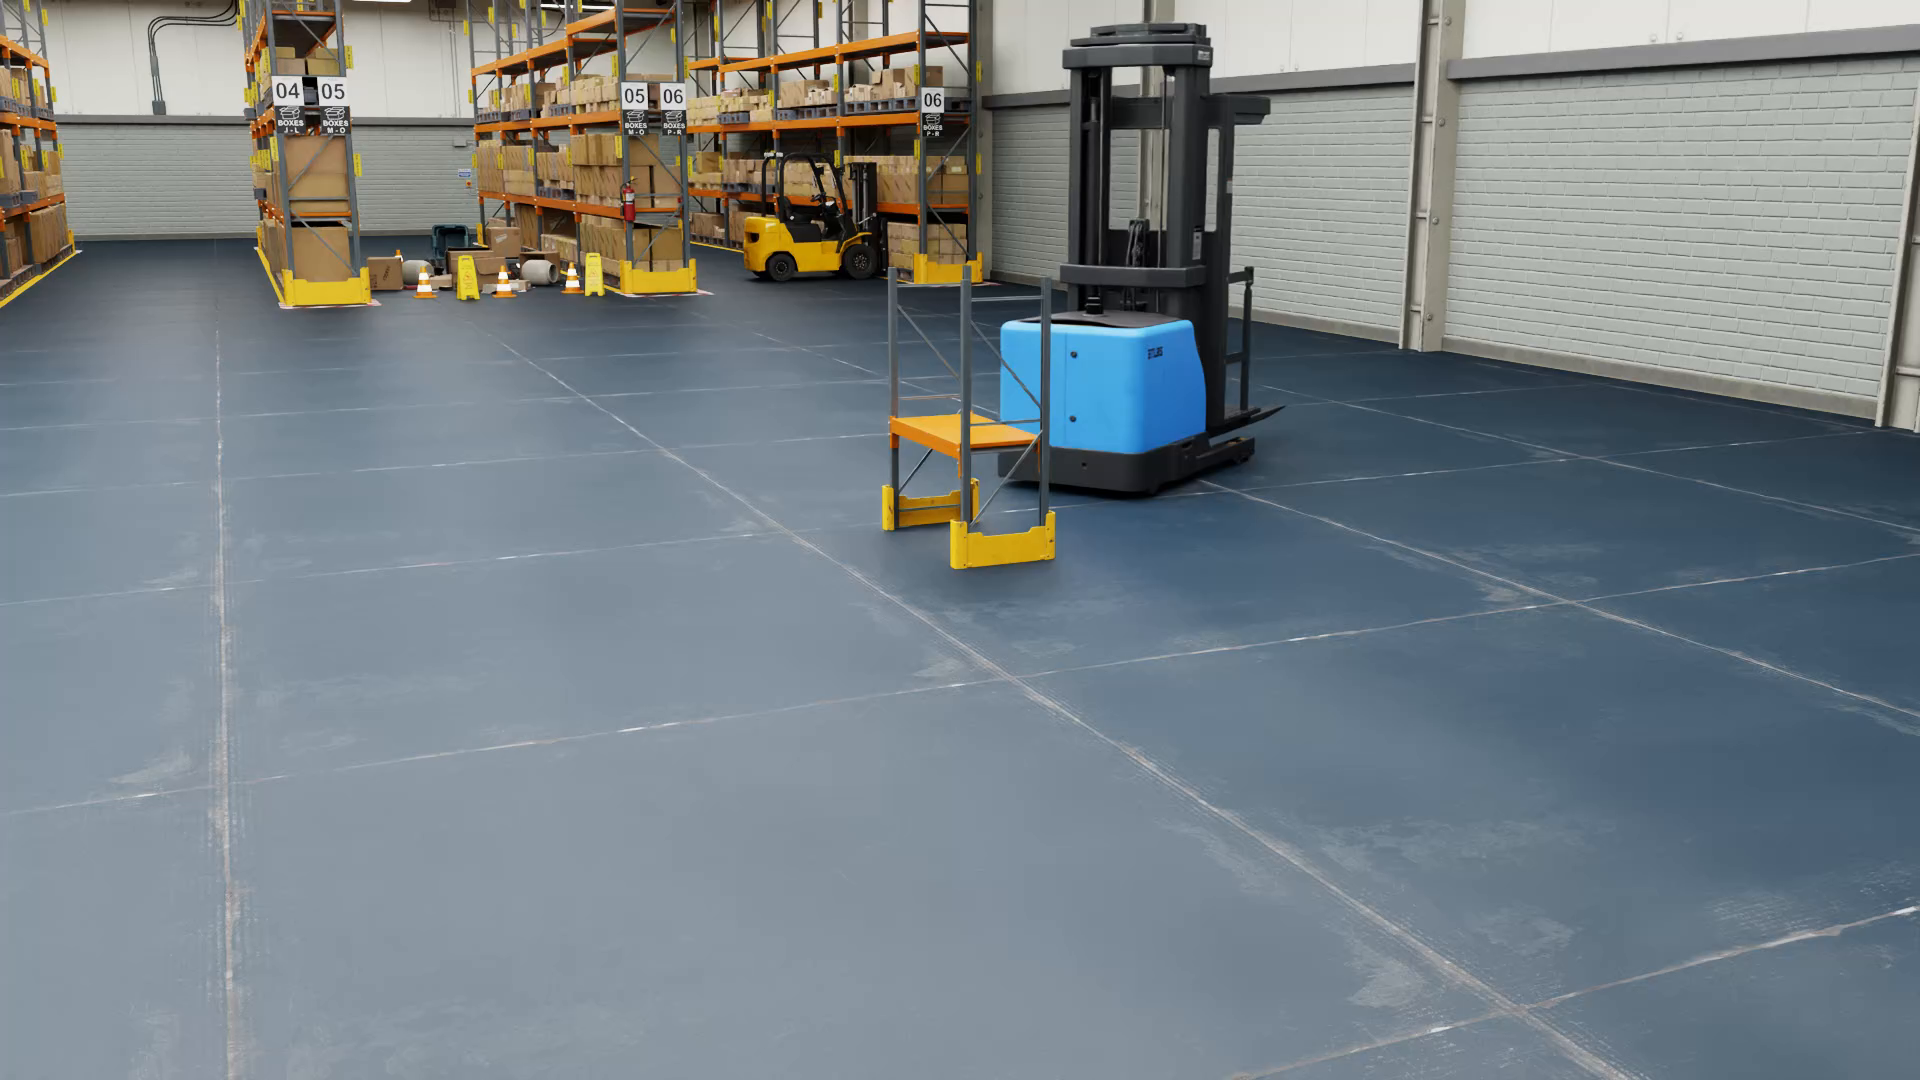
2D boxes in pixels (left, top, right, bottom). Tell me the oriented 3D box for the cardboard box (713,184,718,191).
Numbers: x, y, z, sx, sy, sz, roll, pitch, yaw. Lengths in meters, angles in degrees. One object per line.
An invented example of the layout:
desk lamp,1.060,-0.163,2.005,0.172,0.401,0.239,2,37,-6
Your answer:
cardboard box,-5.623,-8.348,39.345,0.380,0.149,0.250,-5,14,-22

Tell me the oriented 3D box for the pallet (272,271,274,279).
pallet,-11.721,-4.801,29.644,1.003,0.211,1.213,-6,14,-23

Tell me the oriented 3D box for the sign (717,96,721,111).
sign,-5.507,-9.987,38.068,0.100,0.325,0.005,-6,14,-23

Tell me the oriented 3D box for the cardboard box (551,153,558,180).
cardboard box,-7.362,-7.013,31.205,0.500,0.500,0.500,-6,14,-25

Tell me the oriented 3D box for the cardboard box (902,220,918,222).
cardboard box,-0.818,-5.627,29.980,0.500,0.250,0.500,-6,14,-24

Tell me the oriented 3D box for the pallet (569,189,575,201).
pallet,-6.528,-6.300,30.362,1.003,0.211,1.213,-6,14,-23

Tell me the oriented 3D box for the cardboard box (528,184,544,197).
cardboard box,-8.398,-7.057,33.539,0.500,0.250,0.500,-6,14,-25

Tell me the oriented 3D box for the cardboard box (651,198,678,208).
cardboard box,-4.699,-5.362,26.443,0.380,0.149,0.250,-6,14,-23

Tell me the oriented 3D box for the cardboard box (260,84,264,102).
cardboard box,-12.364,-8.082,30.032,0.500,0.311,0.500,-6,14,-23

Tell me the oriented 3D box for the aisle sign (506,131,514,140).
aisle sign,-10.907,-10.011,40.206,0.394,0.787,0.004,-6,14,-23

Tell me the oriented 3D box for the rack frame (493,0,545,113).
rack frame,-9.560,-10.798,36.067,1.000,3.000,0.127,-6,14,-23

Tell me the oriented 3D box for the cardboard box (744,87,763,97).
cardboard box,-4.691,-10.155,37.765,0.396,0.266,0.258,-6,14,-23

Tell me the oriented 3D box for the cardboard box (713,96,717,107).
cardboard box,-5.436,-10.183,38.629,0.500,0.250,0.500,-6,14,-23

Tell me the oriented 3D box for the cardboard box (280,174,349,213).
cardboard box,-9.438,-5.073,24.306,0.875,0.550,0.550,-6,14,-23

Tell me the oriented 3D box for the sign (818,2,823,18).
sign,-2.904,-11.004,34.533,0.100,0.325,0.005,-6,14,-23

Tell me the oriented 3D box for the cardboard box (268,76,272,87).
cardboard box,-9.691,-6.558,23.805,0.380,0.149,0.250,-6,14,-23

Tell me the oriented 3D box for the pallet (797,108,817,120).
pallet,-2.606,-8.504,33.228,1.003,0.211,1.213,-5,14,-20

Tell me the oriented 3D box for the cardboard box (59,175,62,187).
cardboard box,-19.805,-7.802,36.101,0.500,0.250,0.500,-6,14,-24

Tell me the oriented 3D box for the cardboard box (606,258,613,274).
cardboard box,-5.523,-4.511,27.376,0.500,0.250,0.500,-6,14,-23

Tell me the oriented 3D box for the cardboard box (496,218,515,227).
cardboard box,-10.432,-7.342,39.192,0.875,0.438,0.875,-5,14,-21

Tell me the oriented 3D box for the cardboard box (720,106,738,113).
cardboard box,-5.258,-9.819,37.893,0.380,0.149,0.250,-5,14,-22

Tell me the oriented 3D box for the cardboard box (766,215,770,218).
cardboard box,-3.978,-6.933,35.848,0.380,0.149,0.250,-6,15,-26

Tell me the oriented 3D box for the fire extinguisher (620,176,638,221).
fire extinguisher,-5.129,-5.293,25.758,0.296,0.674,0.183,-6,14,-23

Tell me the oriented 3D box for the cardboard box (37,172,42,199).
cardboard box,-17.795,-6.746,31.645,0.500,0.500,0.500,-6,14,-24

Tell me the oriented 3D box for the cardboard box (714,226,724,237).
cardboard box,-5.648,-7.359,39.646,0.396,0.266,0.258,-5,14,-21

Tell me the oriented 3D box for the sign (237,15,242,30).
sign,-16.154,-11.601,37.289,0.100,0.325,0.005,-6,14,-23

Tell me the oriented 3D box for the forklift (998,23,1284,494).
forklift,1.442,-2.001,11.515,1.130,2.935,3.031,8,15,30

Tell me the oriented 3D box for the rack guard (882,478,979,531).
rack guard,-0.169,-0.209,9.718,0.587,0.250,0.087,-6,14,-23

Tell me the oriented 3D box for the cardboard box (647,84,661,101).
cardboard box,-4.710,-7.057,26.229,0.500,0.250,0.500,-6,14,-24

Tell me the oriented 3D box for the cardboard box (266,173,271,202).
cardboard box,-11.914,-6.200,29.284,0.500,0.500,0.500,-6,14,-24

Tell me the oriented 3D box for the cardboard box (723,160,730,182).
cardboard box,-5.024,-8.457,38.106,0.700,0.500,0.500,-5,14,-22

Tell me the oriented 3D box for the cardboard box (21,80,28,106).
cardboard box,-19.008,-8.900,33.143,0.700,0.500,0.500,-7,15,-26

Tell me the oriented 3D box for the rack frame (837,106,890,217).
rack frame,-1.808,-6.671,31.542,1.000,3.000,0.127,-6,14,-23

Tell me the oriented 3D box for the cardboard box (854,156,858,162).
cardboard box,-1.749,-7.044,30.833,0.380,0.149,0.250,-5,14,-22

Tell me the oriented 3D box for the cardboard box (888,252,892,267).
cardboard box,-1.066,-4.986,29.428,0.500,0.250,0.500,-5,14,-22

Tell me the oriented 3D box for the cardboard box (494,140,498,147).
cardboard box,-10.323,-8.978,37.629,0.380,0.149,0.250,-6,14,-23

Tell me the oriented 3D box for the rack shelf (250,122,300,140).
rack shelf,-14.856,-8.931,36.249,1.077,0.370,4.000,-6,14,-23

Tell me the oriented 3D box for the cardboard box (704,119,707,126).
cardboard box,-5.904,-9.978,39.736,0.380,0.149,0.250,-5,14,-22

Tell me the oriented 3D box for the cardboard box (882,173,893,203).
cardboard box,-1.049,-6.185,29.221,0.500,0.500,0.500,-6,14,-24

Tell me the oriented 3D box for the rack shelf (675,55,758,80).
rack shelf,-5.814,-11.308,39.874,1.077,0.370,4.000,-6,14,-23

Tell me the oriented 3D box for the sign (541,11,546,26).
sign,-9.067,-11.343,36.175,0.100,0.325,0.005,-6,14,-23

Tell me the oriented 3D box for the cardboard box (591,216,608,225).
cardboard box,-6.053,-5.430,28.242,0.380,0.149,0.250,-5,14,-20

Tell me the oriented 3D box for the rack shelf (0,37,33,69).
rack shelf,-17.839,-8.944,30.540,1.077,0.370,4.000,-6,14,-23

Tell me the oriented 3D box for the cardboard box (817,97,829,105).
cardboard box,-2.527,-8.463,32.037,0.380,0.149,0.250,-6,14,-23

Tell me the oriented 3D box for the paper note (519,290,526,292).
paper note,-6.955,-3.965,26.433,0.148,0.019,0.142,-12,18,-42

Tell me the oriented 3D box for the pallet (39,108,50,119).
pallet,-19.443,-8.820,34.369,1.003,0.211,1.213,-6,14,-23

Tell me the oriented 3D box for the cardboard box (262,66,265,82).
cardboard box,-10.505,-7.206,25.721,0.500,0.250,0.500,-6,14,-24

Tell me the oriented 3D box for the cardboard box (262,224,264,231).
cardboard box,-14.906,-6.771,36.044,0.380,0.149,0.250,-6,14,-26

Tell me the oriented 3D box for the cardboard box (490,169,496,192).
cardboard box,-10.406,-8.205,37.946,0.500,0.500,0.500,-6,14,-24

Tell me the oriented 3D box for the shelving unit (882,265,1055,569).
shelving unit,0.031,-0.715,9.133,0.587,1.500,1.083,-6,14,-23

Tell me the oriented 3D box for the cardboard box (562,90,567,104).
cardboard box,-6.920,-8.028,30.152,0.500,0.250,0.500,-5,14,-22

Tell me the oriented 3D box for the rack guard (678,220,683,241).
rack guard,-6.585,-7.917,42.468,1.175,0.500,0.348,-6,14,-23

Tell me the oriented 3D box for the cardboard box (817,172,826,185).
cardboard box,-2.452,-7.026,32.298,0.500,0.250,0.500,-6,14,-24

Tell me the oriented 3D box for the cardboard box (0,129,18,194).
cardboard box,-15.625,-6.001,26.383,1.000,1.000,1.000,-6,14,-23
